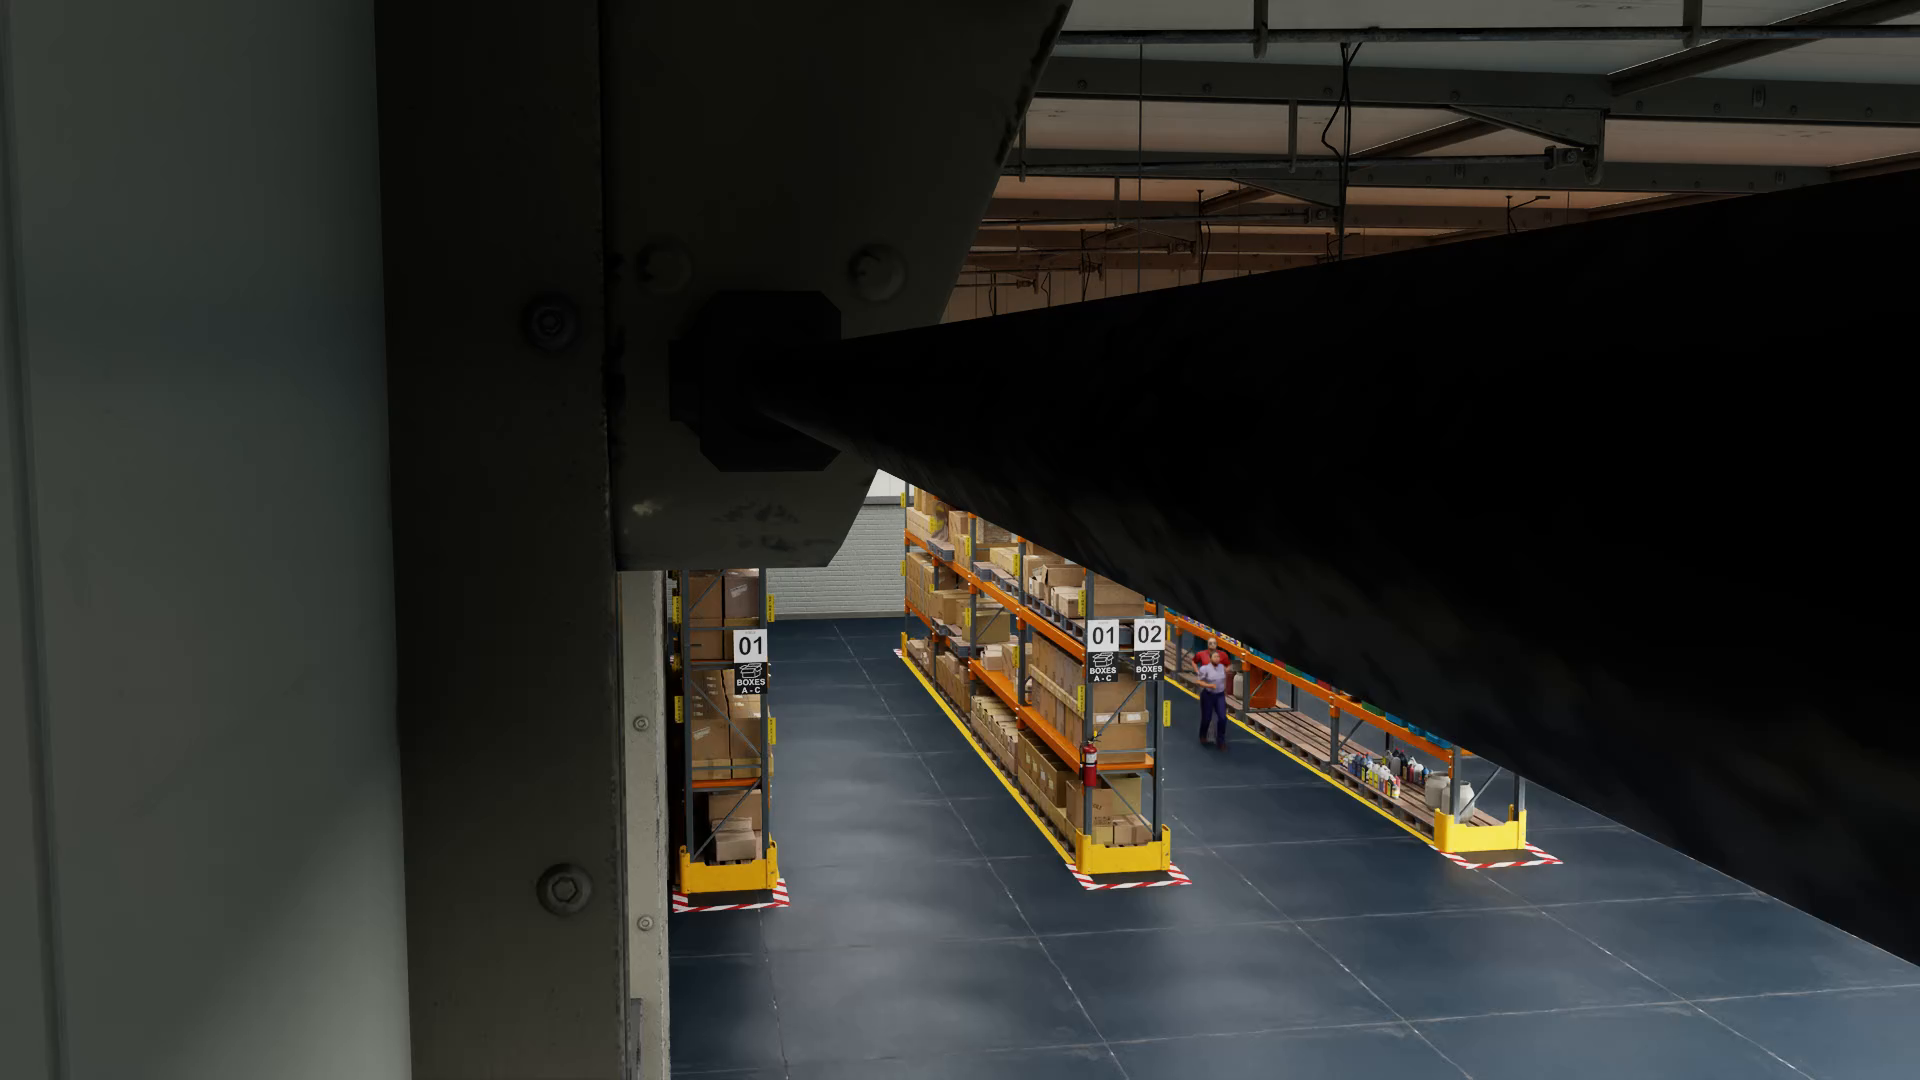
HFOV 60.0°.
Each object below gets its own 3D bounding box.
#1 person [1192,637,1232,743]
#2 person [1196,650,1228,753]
[{"bbox_3d":[4.328,2.529,28.470,0.636,1.778,0.884,-1,6,-8],"label":"person"},{"bbox_3d":[4.179,2.665,27.620,0.587,1.705,0.762,-1,6,-12],"label":"person"}]
